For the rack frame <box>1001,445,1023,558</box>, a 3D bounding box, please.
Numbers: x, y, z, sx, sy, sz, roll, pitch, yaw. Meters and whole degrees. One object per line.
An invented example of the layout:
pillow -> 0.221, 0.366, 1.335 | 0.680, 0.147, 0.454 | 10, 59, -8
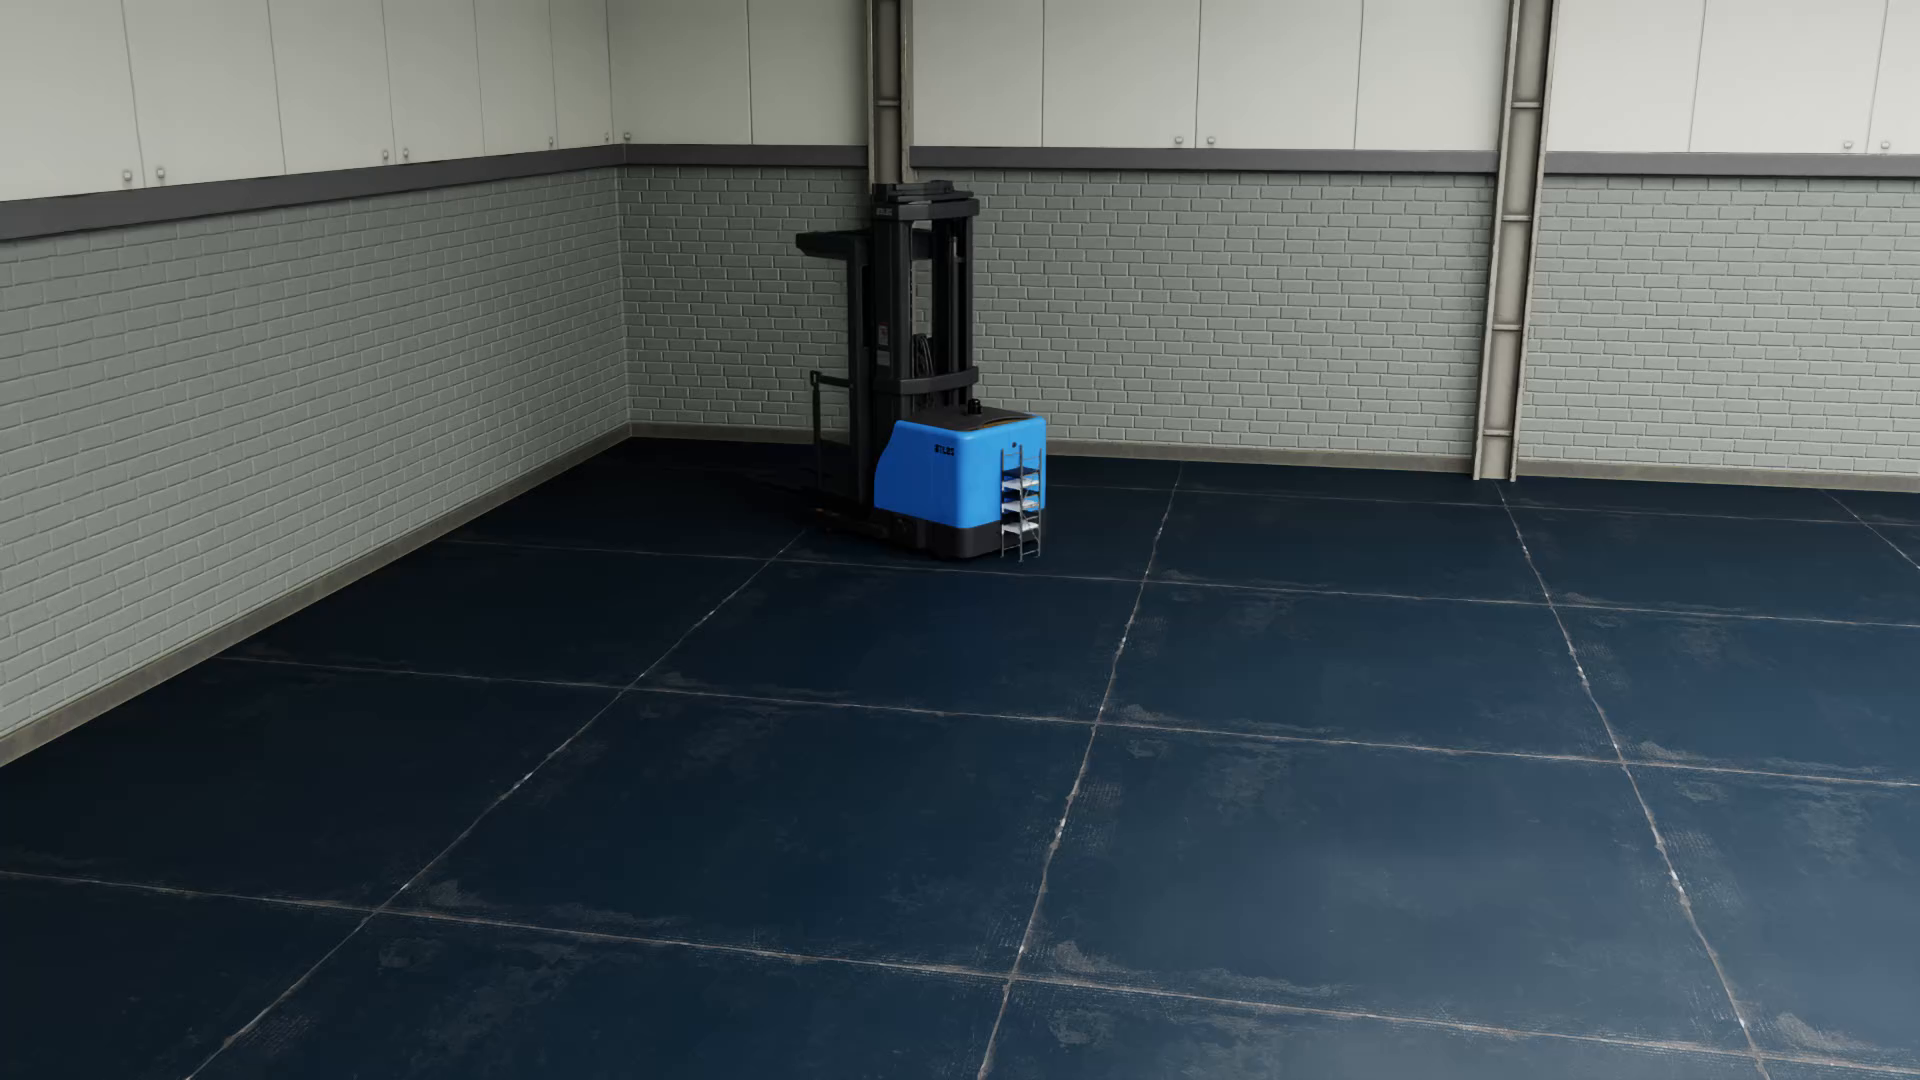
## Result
rack frame -> 0.419, -0.313, 13.435 | 0.006, 0.900, 0.240 | 15, 21, 42

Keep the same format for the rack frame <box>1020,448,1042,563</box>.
rack frame -> 0.565, -0.275, 13.298 | 0.006, 0.900, 0.240 | 15, 21, 42

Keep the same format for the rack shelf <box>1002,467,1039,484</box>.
rack shelf -> 0.492, -0.522, 13.304 | 0.200, 0.077, 0.258 | 15, 21, 42

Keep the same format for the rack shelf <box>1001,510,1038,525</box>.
rack shelf -> 0.492, -0.175, 13.400 | 0.200, 0.077, 0.258 | 15, 21, 42

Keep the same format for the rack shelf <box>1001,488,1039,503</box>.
rack shelf -> 0.492, -0.348, 13.352 | 0.200, 0.077, 0.258 | 15, 21, 42

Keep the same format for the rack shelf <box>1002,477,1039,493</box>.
rack shelf -> 0.492, -0.435, 13.328 | 0.200, 0.077, 0.258 | 15, 21, 42

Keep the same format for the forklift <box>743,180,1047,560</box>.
forklift -> -0.683, -1.571, 14.175 | 3.031, 2.935, 1.130 | 15, 21, 42

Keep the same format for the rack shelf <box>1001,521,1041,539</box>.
rack shelf -> 0.492, -0.088, 13.424 | 0.200, 0.077, 0.258 | 15, 21, 42

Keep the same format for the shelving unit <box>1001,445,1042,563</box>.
shelving unit -> 0.492, -0.294, 13.367 | 0.210, 0.900, 0.258 | 15, 21, 42

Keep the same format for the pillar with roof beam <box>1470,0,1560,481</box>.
pillar with roof beam -> 4.336, -3.826, 10.946 | 0.400, 9.000, 9.100 | 3, 16, 11

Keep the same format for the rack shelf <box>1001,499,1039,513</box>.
rack shelf -> 0.492, -0.262, 13.376 | 0.200, 0.077, 0.258 | 15, 21, 42

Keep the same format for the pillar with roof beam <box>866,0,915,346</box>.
pillar with roof beam -> -1.544, -4.145, 12.098 | 0.400, 9.000, 9.100 | 3, 16, 11
